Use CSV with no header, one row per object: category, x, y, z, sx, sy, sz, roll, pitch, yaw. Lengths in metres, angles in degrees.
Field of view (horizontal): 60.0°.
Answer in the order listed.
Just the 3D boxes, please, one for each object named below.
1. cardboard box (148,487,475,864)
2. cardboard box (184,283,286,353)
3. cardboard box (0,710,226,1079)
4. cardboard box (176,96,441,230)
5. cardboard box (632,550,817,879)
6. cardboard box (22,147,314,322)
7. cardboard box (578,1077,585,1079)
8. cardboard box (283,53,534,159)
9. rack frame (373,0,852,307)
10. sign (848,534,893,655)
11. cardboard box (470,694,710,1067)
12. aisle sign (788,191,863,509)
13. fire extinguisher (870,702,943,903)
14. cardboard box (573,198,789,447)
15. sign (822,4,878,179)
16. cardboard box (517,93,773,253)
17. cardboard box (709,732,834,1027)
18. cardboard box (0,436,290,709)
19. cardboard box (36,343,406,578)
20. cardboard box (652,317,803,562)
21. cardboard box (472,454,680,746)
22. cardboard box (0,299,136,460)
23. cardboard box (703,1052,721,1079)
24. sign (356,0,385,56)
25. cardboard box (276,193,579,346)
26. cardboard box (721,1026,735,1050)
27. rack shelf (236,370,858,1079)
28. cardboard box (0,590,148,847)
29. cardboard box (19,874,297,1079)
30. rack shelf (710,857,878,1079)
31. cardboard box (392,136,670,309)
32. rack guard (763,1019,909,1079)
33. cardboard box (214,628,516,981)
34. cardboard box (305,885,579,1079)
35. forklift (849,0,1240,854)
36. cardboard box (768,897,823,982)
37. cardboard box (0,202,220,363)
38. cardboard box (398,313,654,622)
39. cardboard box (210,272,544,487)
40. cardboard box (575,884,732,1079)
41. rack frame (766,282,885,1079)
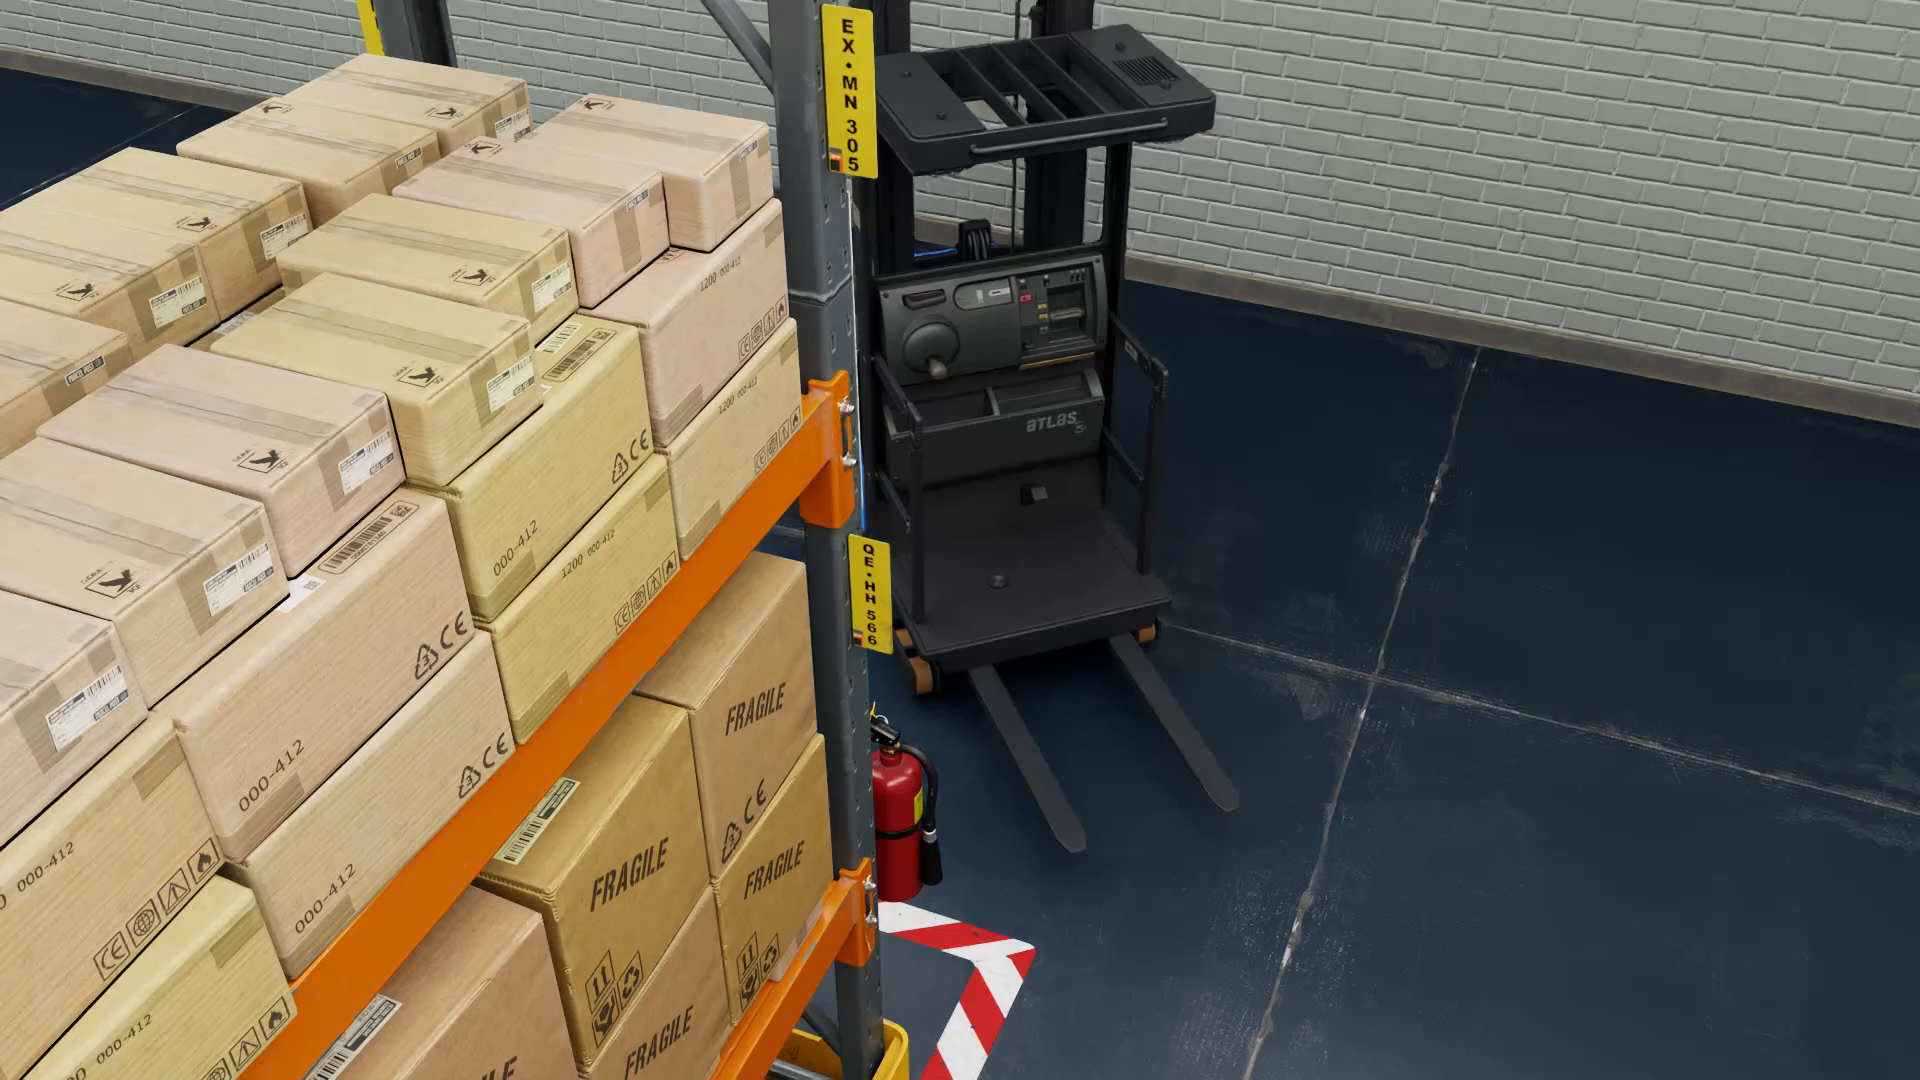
cardboard box,-1.042,0.119,2.288,0.500,0.250,0.500,14,39,18
cardboard box,-1.316,-0.287,2.831,0.500,0.250,0.500,13,39,17
cardboard box,-1.245,0.396,1.917,0.500,0.250,0.500,12,38,16
cardboard box,-1.158,-0.656,2.991,0.380,0.149,0.250,15,39,20
cardboard box,-0.655,0.332,3.634,0.500,0.500,0.500,13,39,17
cardboard box,-1.329,-0.522,2.812,0.380,0.149,0.250,14,39,18
cardboard box,-1.029,1.296,3.178,0.500,0.500,0.500,14,39,18
cardboard box,-1.045,-0.793,3.174,0.380,0.149,0.250,14,39,17
rack frame,-0.711,-1.822,2.671,1.000,3.000,0.127,14,39,18
sign,-0.205,0.128,3.842,0.100,0.325,0.005,14,39,18
cardboard box,-0.848,0.612,3.259,0.500,0.500,0.500,13,39,16
aisle sign,-0.406,-0.432,3.651,0.394,0.787,0.004,14,39,18
fire extinguisher,-0.188,0.727,4.648,0.296,0.674,0.183,14,39,18
cardboard box,-0.651,-0.447,3.045,0.500,0.250,0.500,13,39,16
sign,-0.205,-0.837,3.120,0.100,0.325,0.005,14,39,18
cardboard box,-0.566,-0.669,3.009,0.380,0.149,0.250,14,39,17
cardboard box,-0.644,0.729,3.937,0.500,0.500,0.500,15,39,19
cardboard box,-1.082,0.033,2.070,0.380,0.149,0.250,15,39,19
cardboard box,-1.000,-0.115,2.268,0.380,0.149,0.250,13,39,17
cardboard box,-0.639,-0.248,3.196,0.500,0.250,0.500,13,39,17
cardboard box,-0.827,0.036,2.816,0.500,0.250,0.500,14,39,18
cardboard box,-1.423,-0.221,2.409,0.380,0.149,0.250,15,39,19
cardboard box,-0.784,1.198,3.851,0.380,0.149,0.250,13,39,17
sign,-1.213,-1.094,3.473,0.100,0.325,0.005,14,39,18
cardboard box,-0.847,-0.413,2.666,0.380,0.149,0.250,13,39,16
cardboard box,-0.703,1.056,4.042,0.380,0.149,0.250,14,39,18
rack shelf,-1.472,0.775,2.303,1.077,0.370,4.000,14,39,18
cardboard box,-1.172,0.178,1.876,0.380,0.149,0.250,13,39,16
cardboard box,-1.212,0.606,2.053,0.500,0.250,0.500,16,40,20
rack shelf,-1.472,1.977,3.201,1.077,0.370,4.000,14,39,18
cardboard box,-0.730,-0.550,2.850,0.380,0.149,0.250,14,39,18
rack guard,-0.740,1.624,5.159,1.175,0.500,0.348,14,39,18
cardboard box,-1.028,0.308,2.453,0.500,0.250,0.500,16,39,20
cardboard box,-1.037,0.902,2.871,0.500,0.500,0.500,16,40,20
forklift,0.212,-0.808,6.382,1.130,2.935,3.031,-12,38,-15
cardboard box,-0.574,0.927,4.215,0.380,0.149,0.250,14,39,18
cardboard box,-1.422,-0.388,2.632,0.380,0.149,0.250,14,39,18
cardboard box,-0.844,-0.164,2.666,0.500,0.250,0.500,13,39,17
cardboard box,-0.847,-0.242,2.437,0.380,0.149,0.250,14,39,18
cardboard box,-0.845,1.013,3.557,0.500,0.500,0.500,13,39,17
rack frame,-0.711,0.581,4.467,1.000,3.000,0.127,14,39,18
